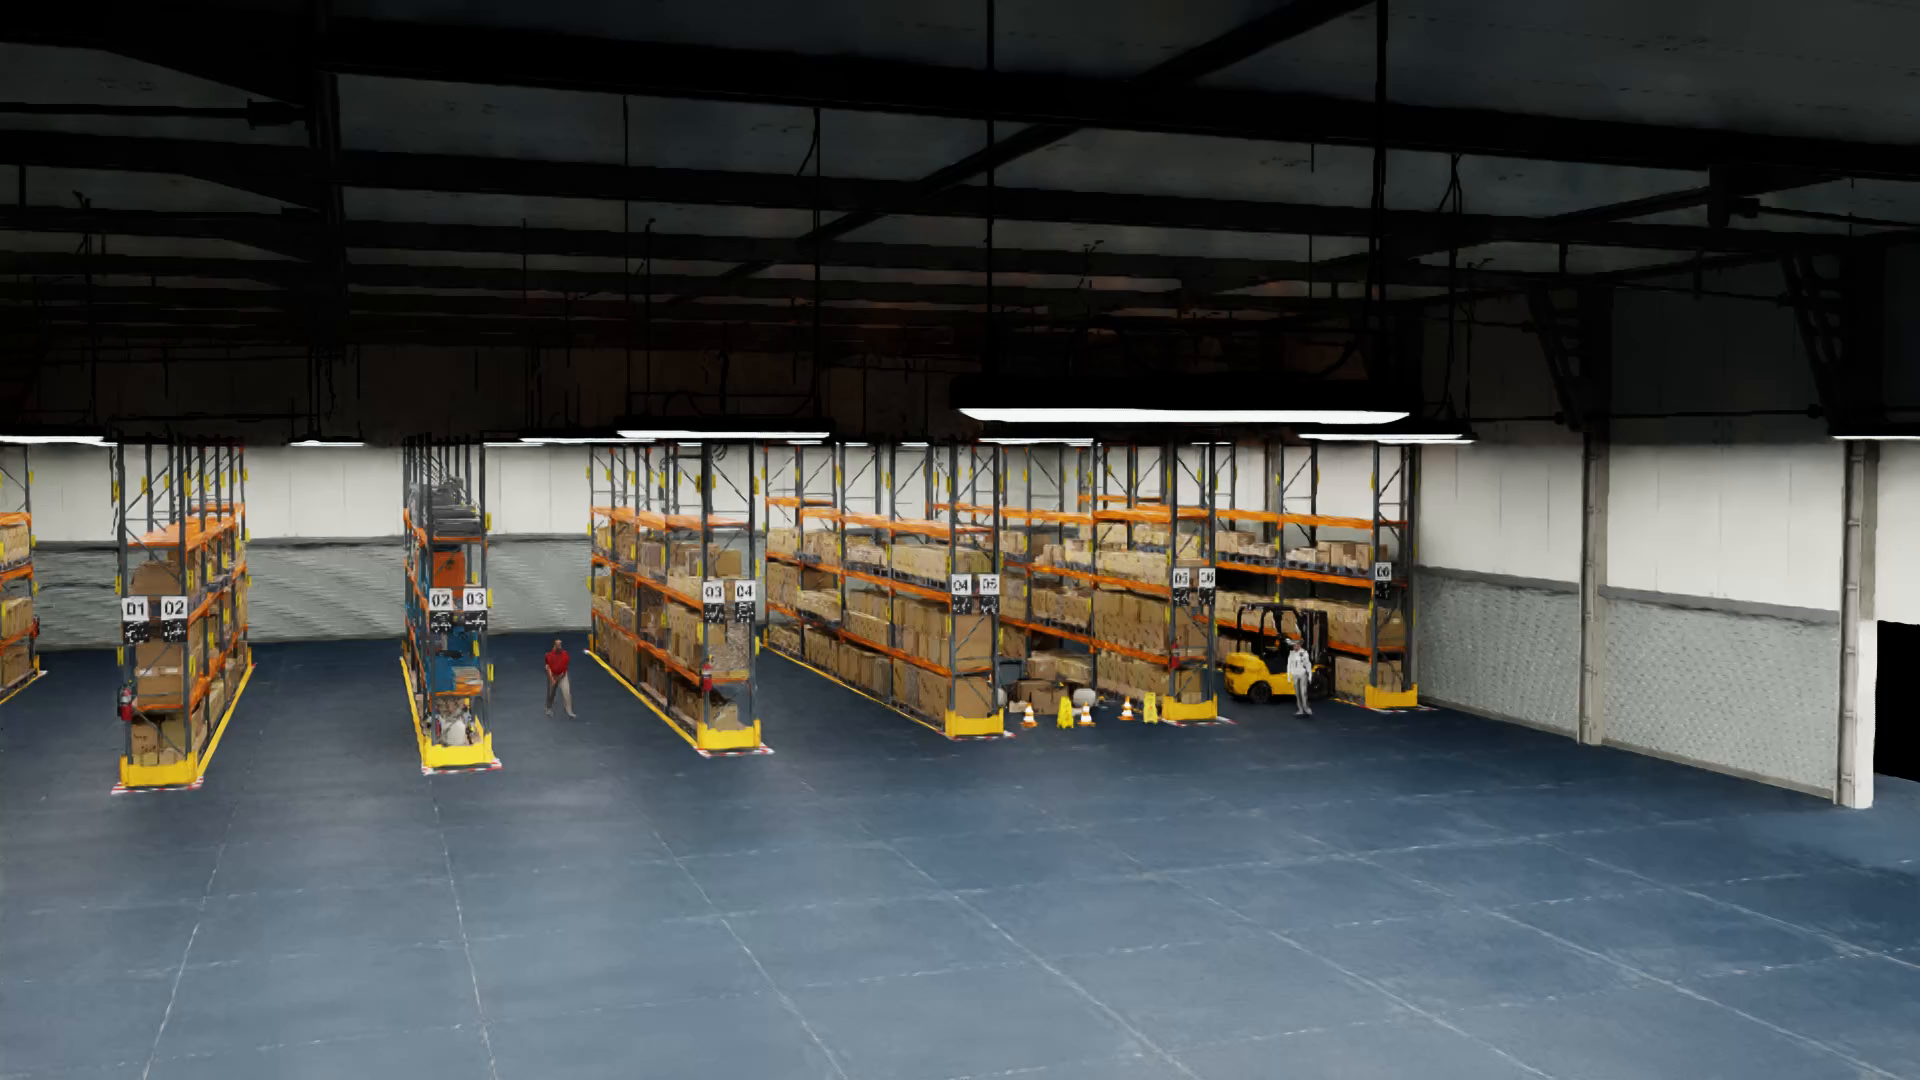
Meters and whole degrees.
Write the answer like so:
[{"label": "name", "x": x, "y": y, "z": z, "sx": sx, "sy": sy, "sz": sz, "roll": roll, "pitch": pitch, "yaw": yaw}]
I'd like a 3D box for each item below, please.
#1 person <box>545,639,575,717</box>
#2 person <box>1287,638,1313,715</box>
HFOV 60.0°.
[{"label": "person", "x": -8.547, "y": 2.919, "z": 35.313, "sx": 0.536, "sy": 1.659, "sz": 1.037, "roll": -2, "pitch": 4, "yaw": -28}, {"label": "person", "x": 7.273, "y": 2.913, "z": 35.586, "sx": 0.576, "sy": 1.658, "sz": 0.412, "roll": 2, "pitch": 4, "yaw": 32}]
